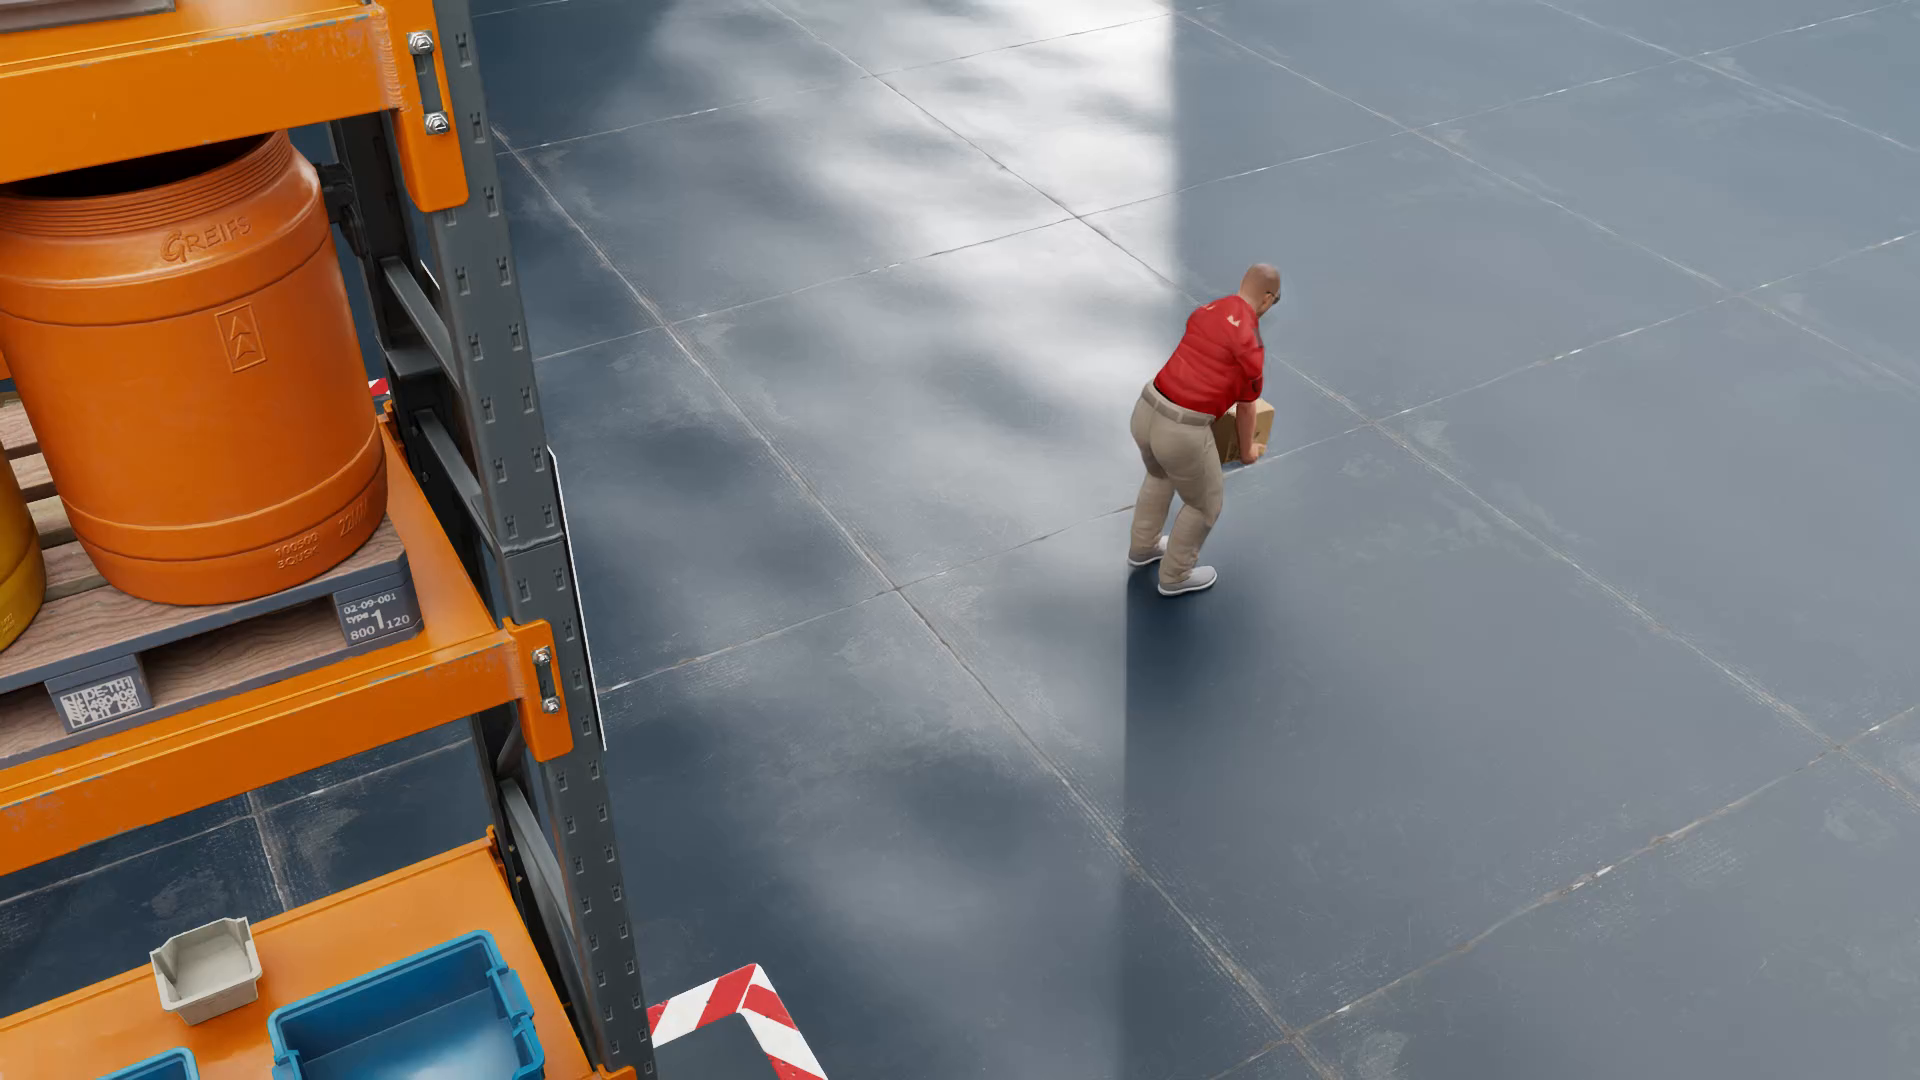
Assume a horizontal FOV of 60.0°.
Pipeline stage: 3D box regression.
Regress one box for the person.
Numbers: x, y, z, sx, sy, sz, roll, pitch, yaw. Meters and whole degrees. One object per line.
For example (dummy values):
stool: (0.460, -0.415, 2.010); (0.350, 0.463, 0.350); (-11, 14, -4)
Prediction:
person: (1.071, -0.563, 7.711); (0.537, 1.712, 0.493); (-19, 41, -24)
